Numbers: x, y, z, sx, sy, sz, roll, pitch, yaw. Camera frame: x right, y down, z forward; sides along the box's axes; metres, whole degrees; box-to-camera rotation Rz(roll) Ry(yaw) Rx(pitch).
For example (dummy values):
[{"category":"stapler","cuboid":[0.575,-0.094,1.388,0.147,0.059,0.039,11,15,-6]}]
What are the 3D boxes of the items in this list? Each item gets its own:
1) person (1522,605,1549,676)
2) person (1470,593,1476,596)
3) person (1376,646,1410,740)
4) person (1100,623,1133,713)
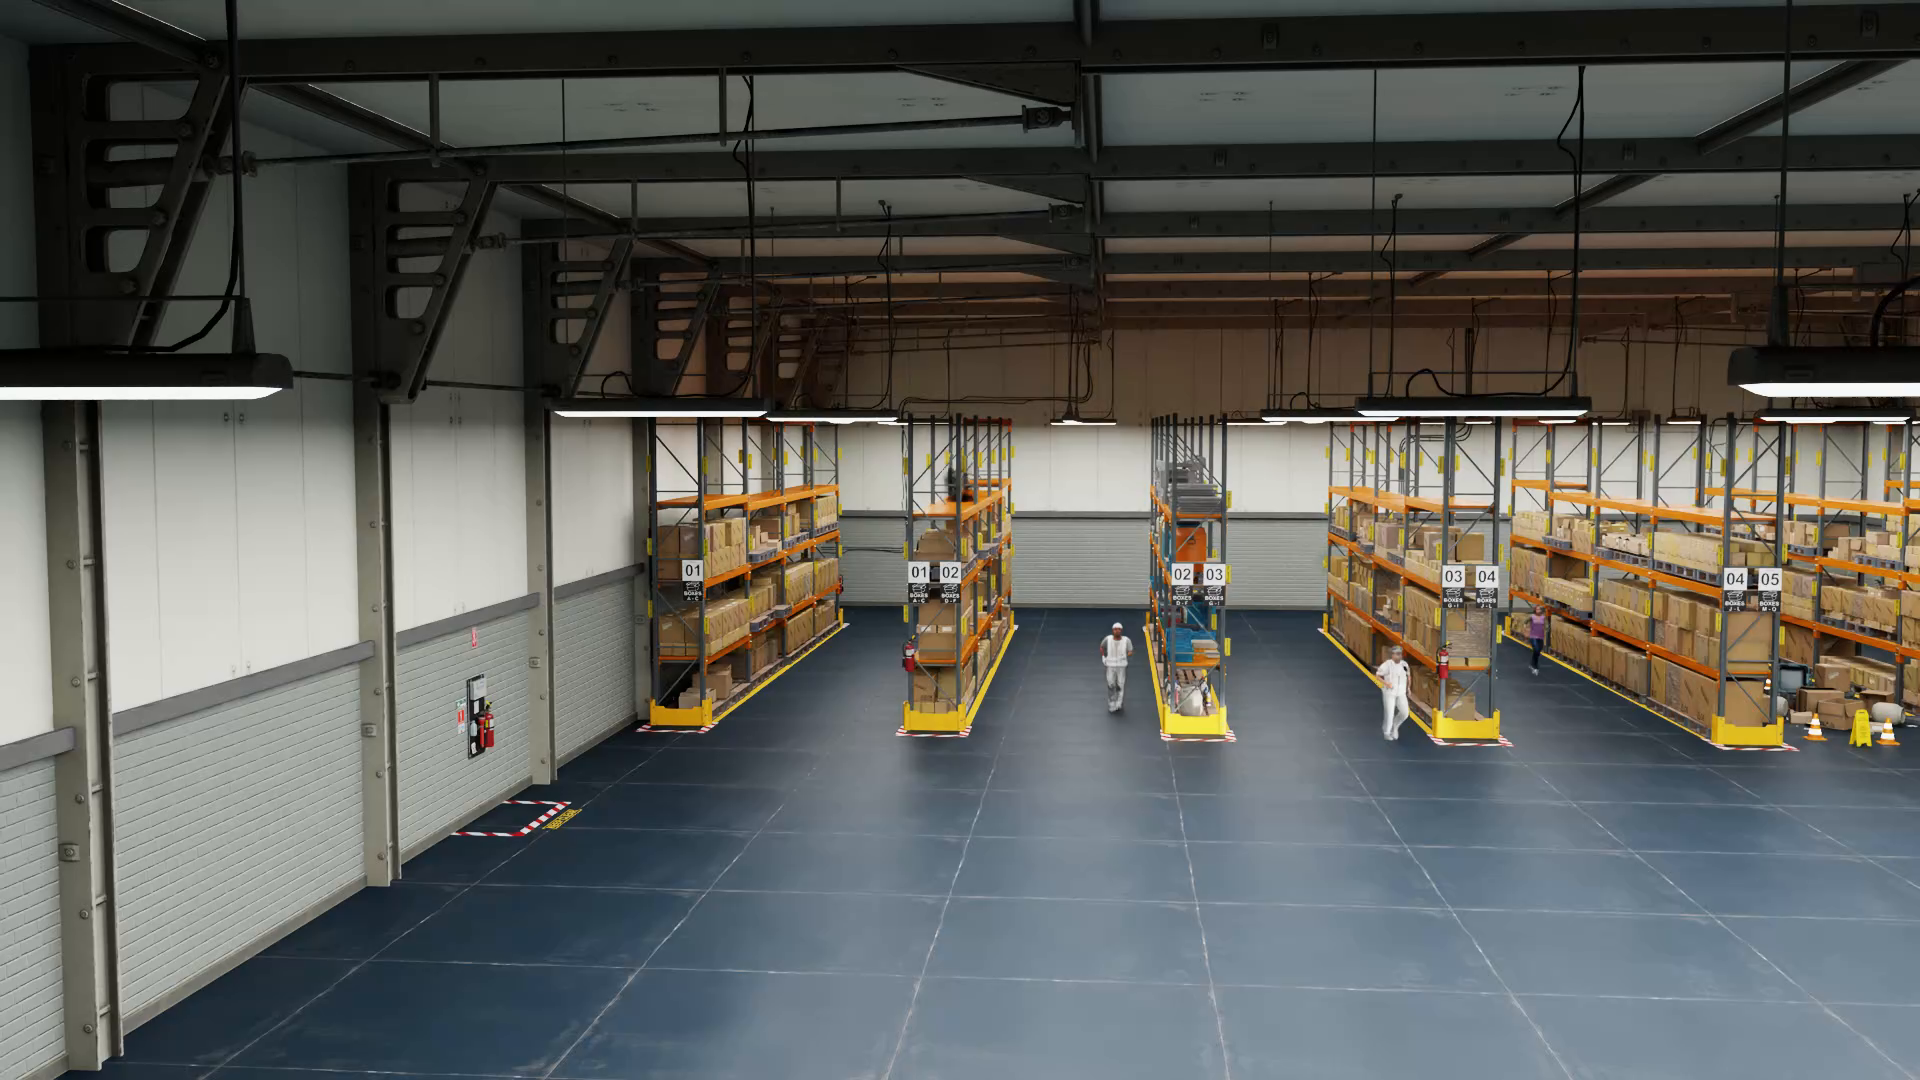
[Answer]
[{"category":"person","cuboid":[13.402,2.321,38.670,0.503,1.644,0.710,0,4,-6]},{"category":"person","cuboid":[14.399,1.786,46.555,0.780,1.668,0.626,-3,5,-37]},{"category":"person","cuboid":[8.017,2.817,30.574,0.711,1.741,0.555,0,4,-7]},{"category":"person","cuboid":[3.163,2.593,33.618,0.668,1.842,0.654,0,4,5]}]
